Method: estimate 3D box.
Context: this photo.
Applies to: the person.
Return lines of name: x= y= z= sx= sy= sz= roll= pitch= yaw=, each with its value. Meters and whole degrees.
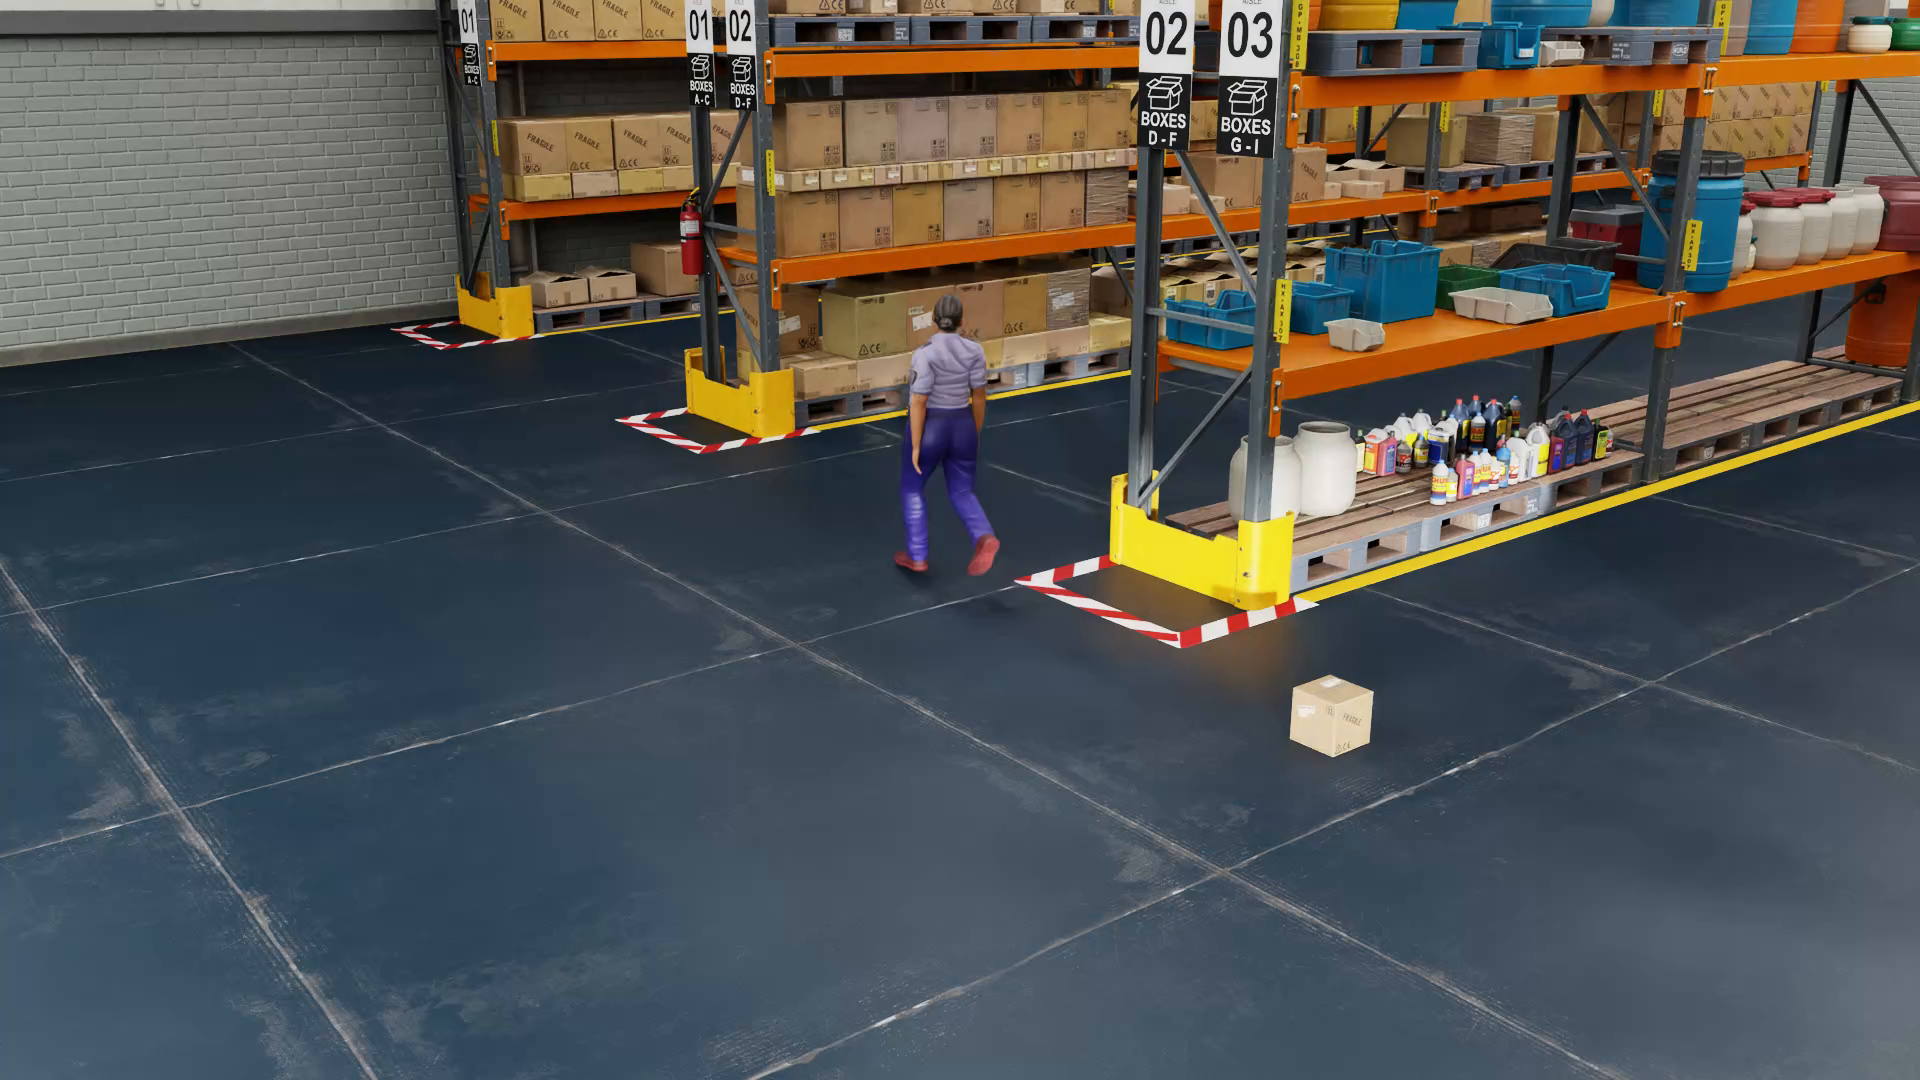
person: x=-0.070 y=-0.565 z=9.307 sx=0.490 sy=1.596 sz=0.776 roll=-9 pitch=20 yaw=-27
